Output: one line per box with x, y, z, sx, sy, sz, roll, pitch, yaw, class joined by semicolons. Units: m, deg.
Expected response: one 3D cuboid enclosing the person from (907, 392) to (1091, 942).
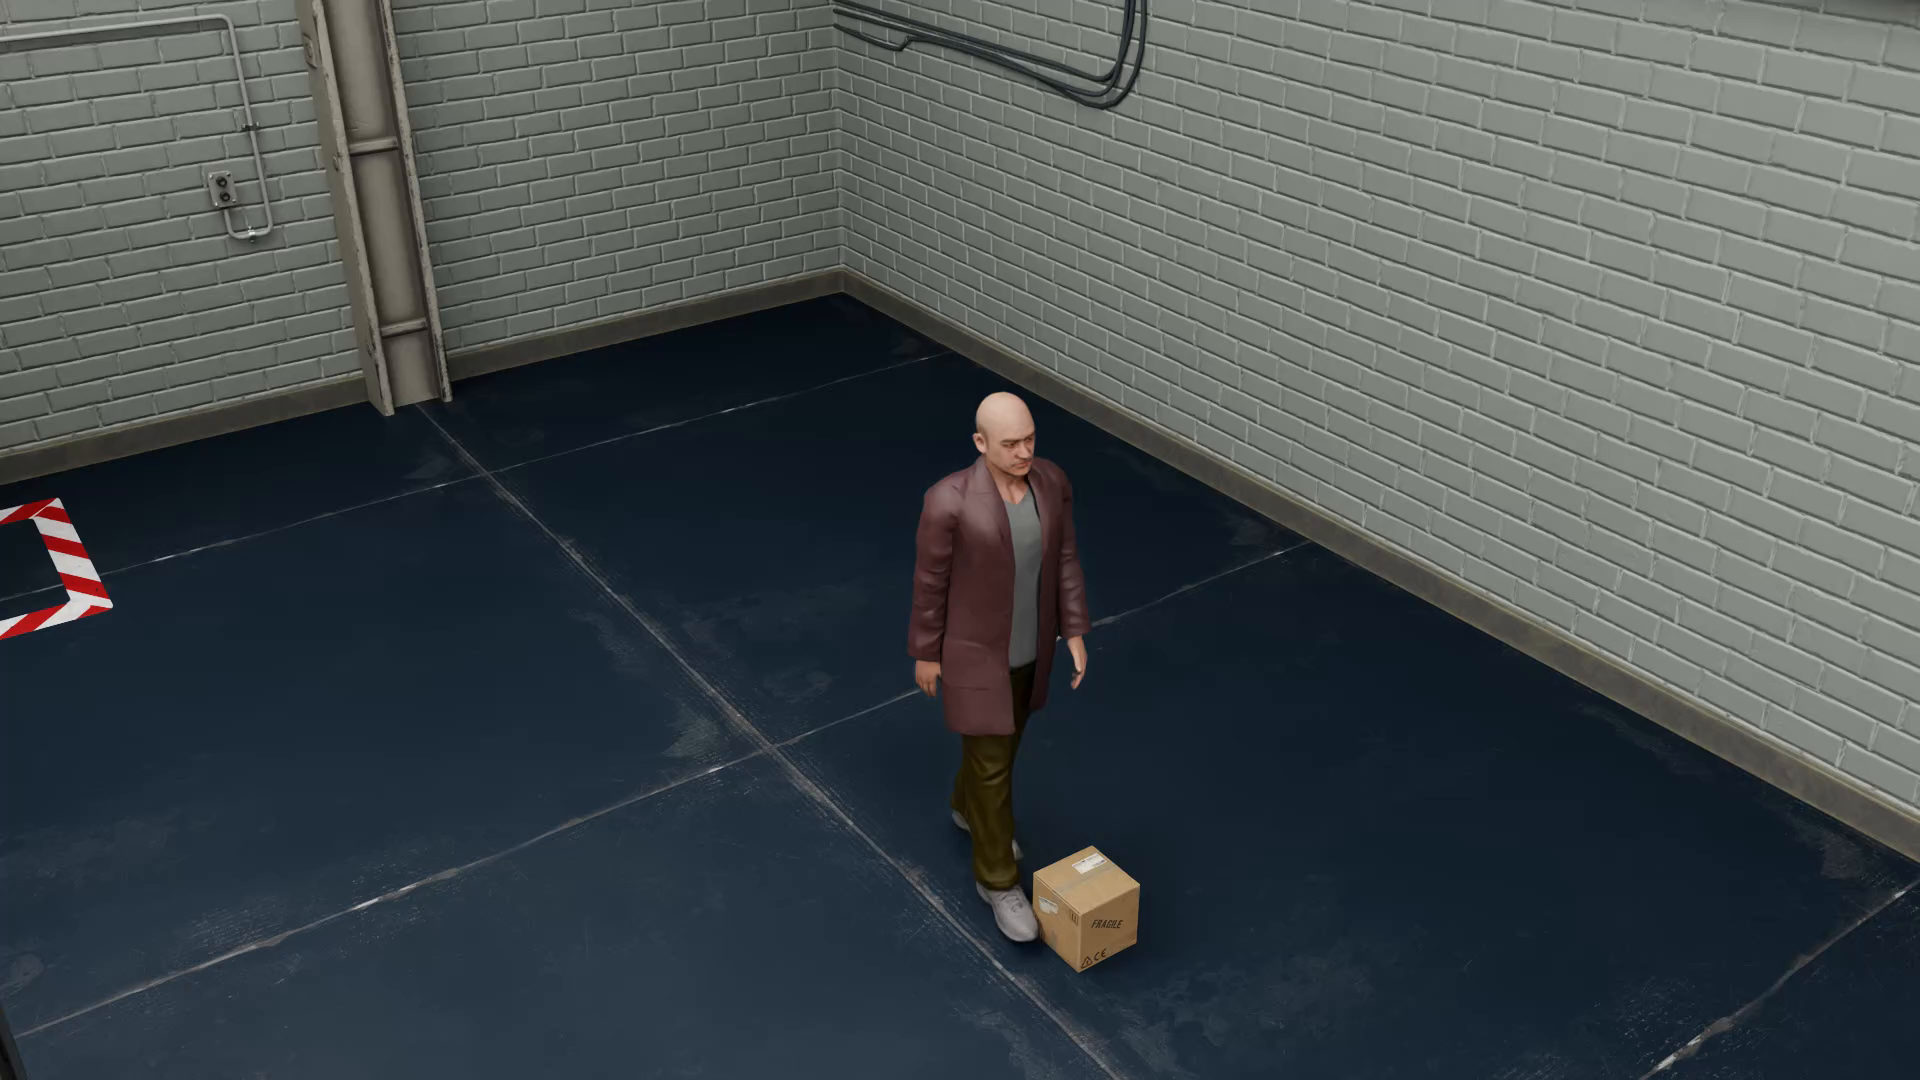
0.179;0.377;5.419;0.593;1.773;0.731;-19;33;-31;person
